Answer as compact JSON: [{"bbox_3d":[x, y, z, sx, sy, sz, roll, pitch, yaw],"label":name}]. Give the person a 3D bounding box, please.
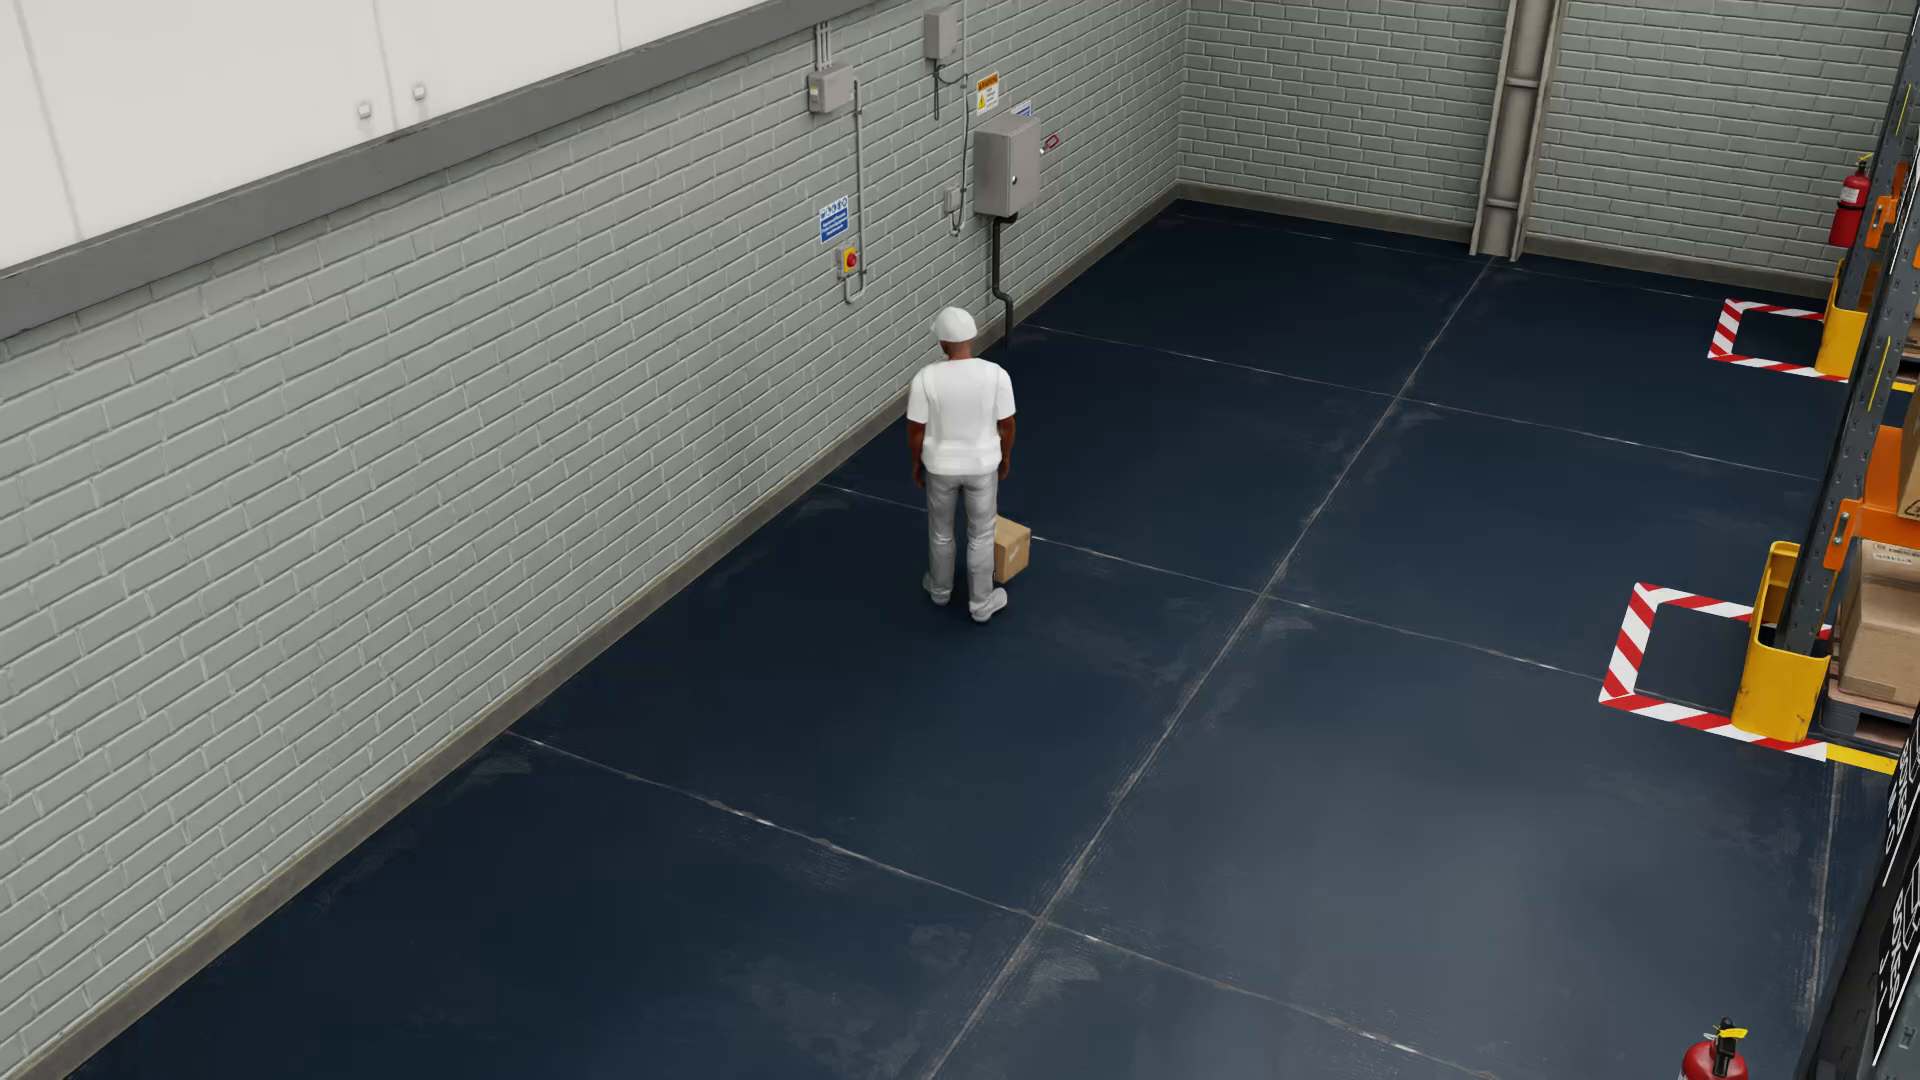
[{"bbox_3d":[0.008,-0.421,8.985,0.575,1.772,0.515,1,30,1],"label":"person"}]
